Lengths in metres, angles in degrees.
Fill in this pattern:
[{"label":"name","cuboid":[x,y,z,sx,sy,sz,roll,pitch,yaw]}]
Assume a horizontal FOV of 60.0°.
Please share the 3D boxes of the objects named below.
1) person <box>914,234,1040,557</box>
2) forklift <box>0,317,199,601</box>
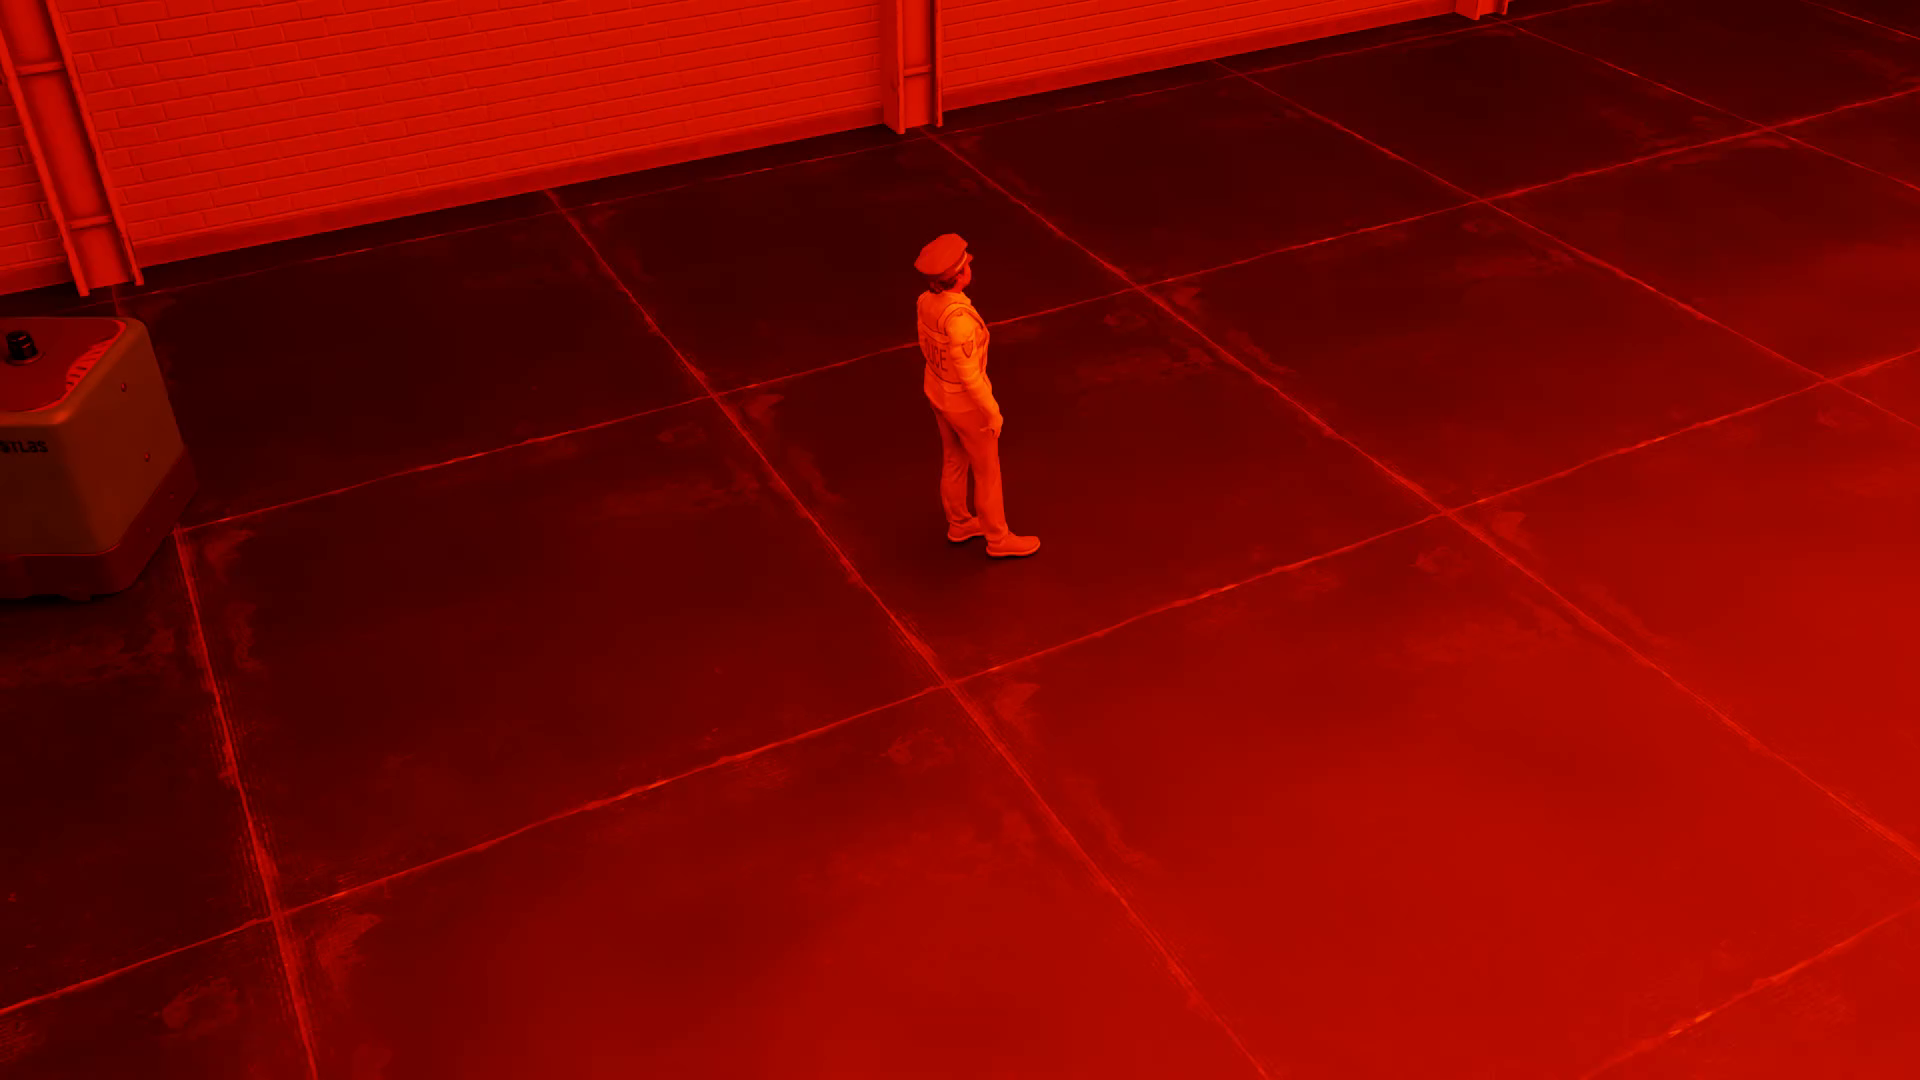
[{"label":"person","cuboid":[0.064,-0.713,8.191,0.530,1.694,0.586,-17,39,-23]},{"label":"forklift","cuboid":[-5.606,-1.172,7.781,3.031,2.935,1.130,0,35,0]}]
